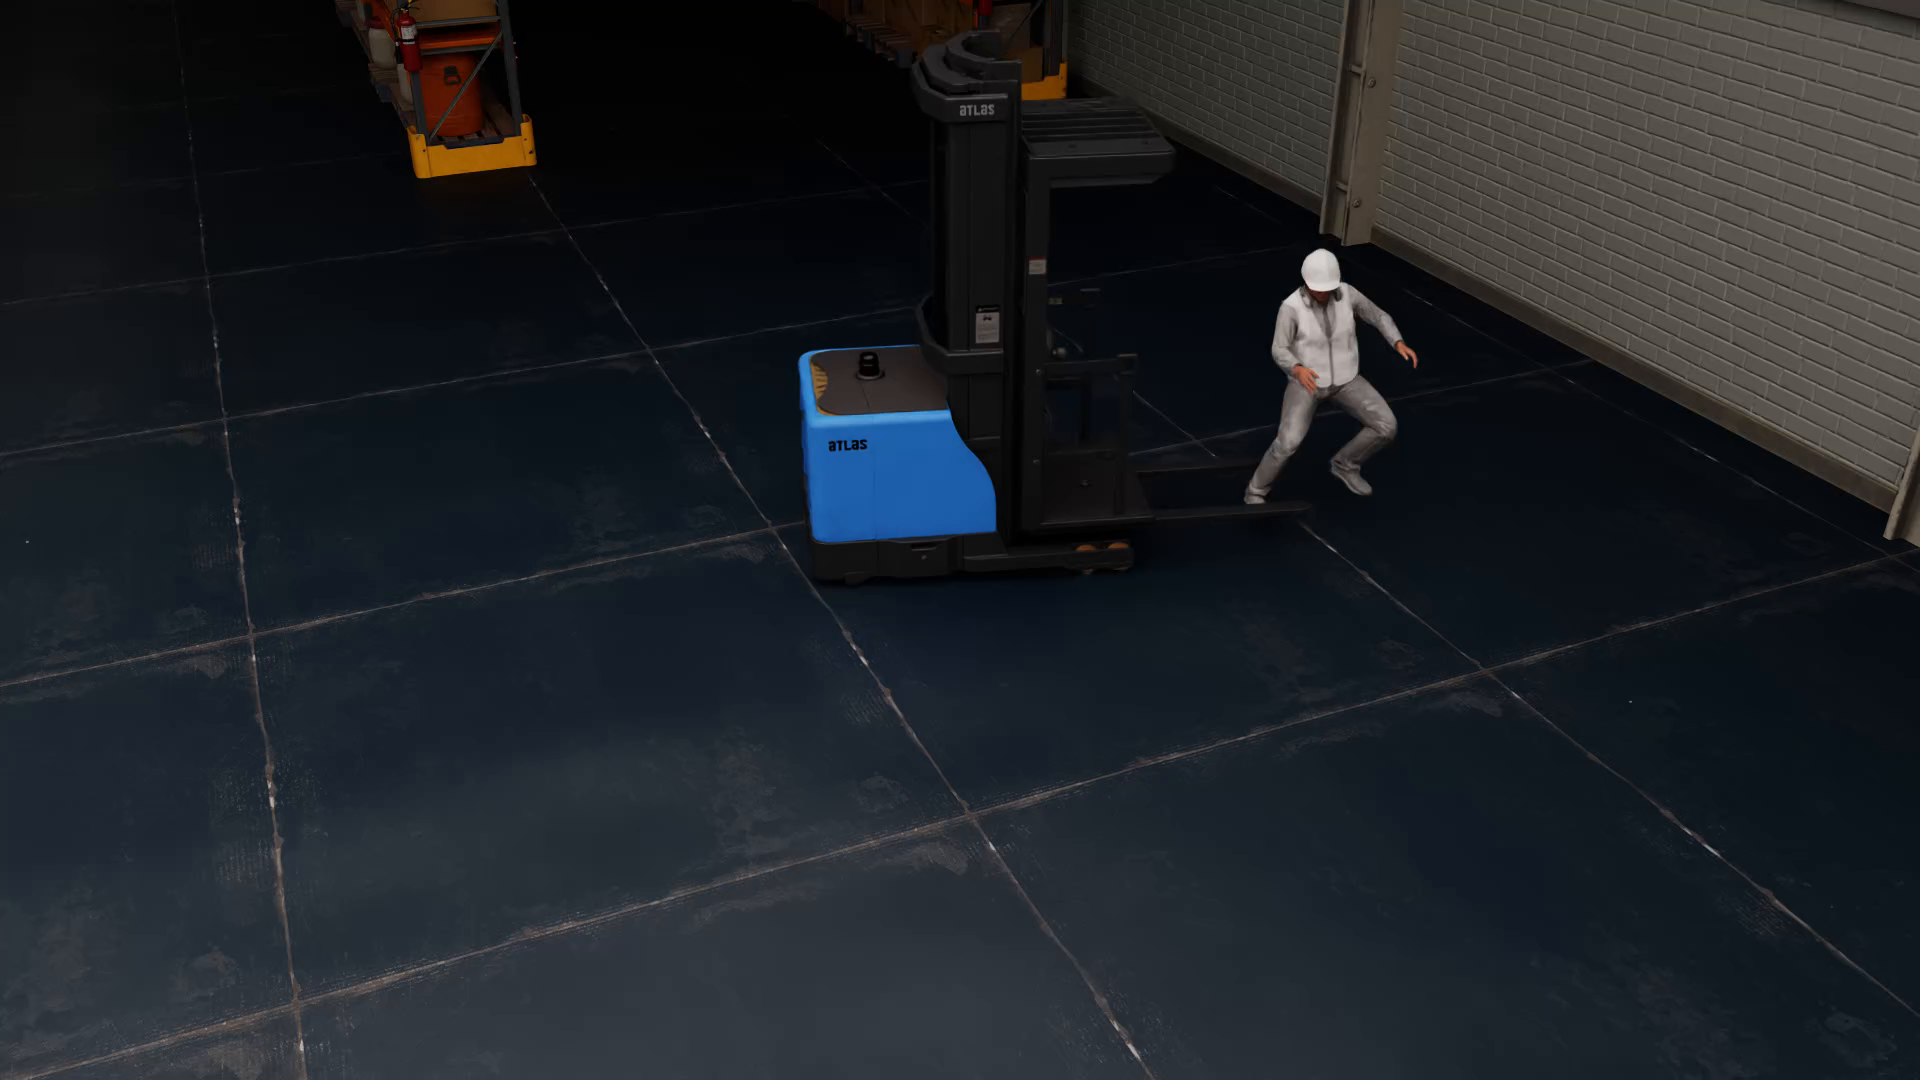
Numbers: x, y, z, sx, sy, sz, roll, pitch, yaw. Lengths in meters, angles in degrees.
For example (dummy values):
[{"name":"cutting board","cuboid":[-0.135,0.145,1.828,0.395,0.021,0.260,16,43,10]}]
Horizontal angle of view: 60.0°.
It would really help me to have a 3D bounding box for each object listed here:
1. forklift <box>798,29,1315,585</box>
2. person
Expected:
[{"name":"forklift","cuboid":[0.586,-1.334,9.453,3.031,2.935,1.130,-4,30,-7]},{"name":"person","cuboid":[2.186,-0.937,9.876,0.934,1.581,0.772,-4,30,-7]}]
